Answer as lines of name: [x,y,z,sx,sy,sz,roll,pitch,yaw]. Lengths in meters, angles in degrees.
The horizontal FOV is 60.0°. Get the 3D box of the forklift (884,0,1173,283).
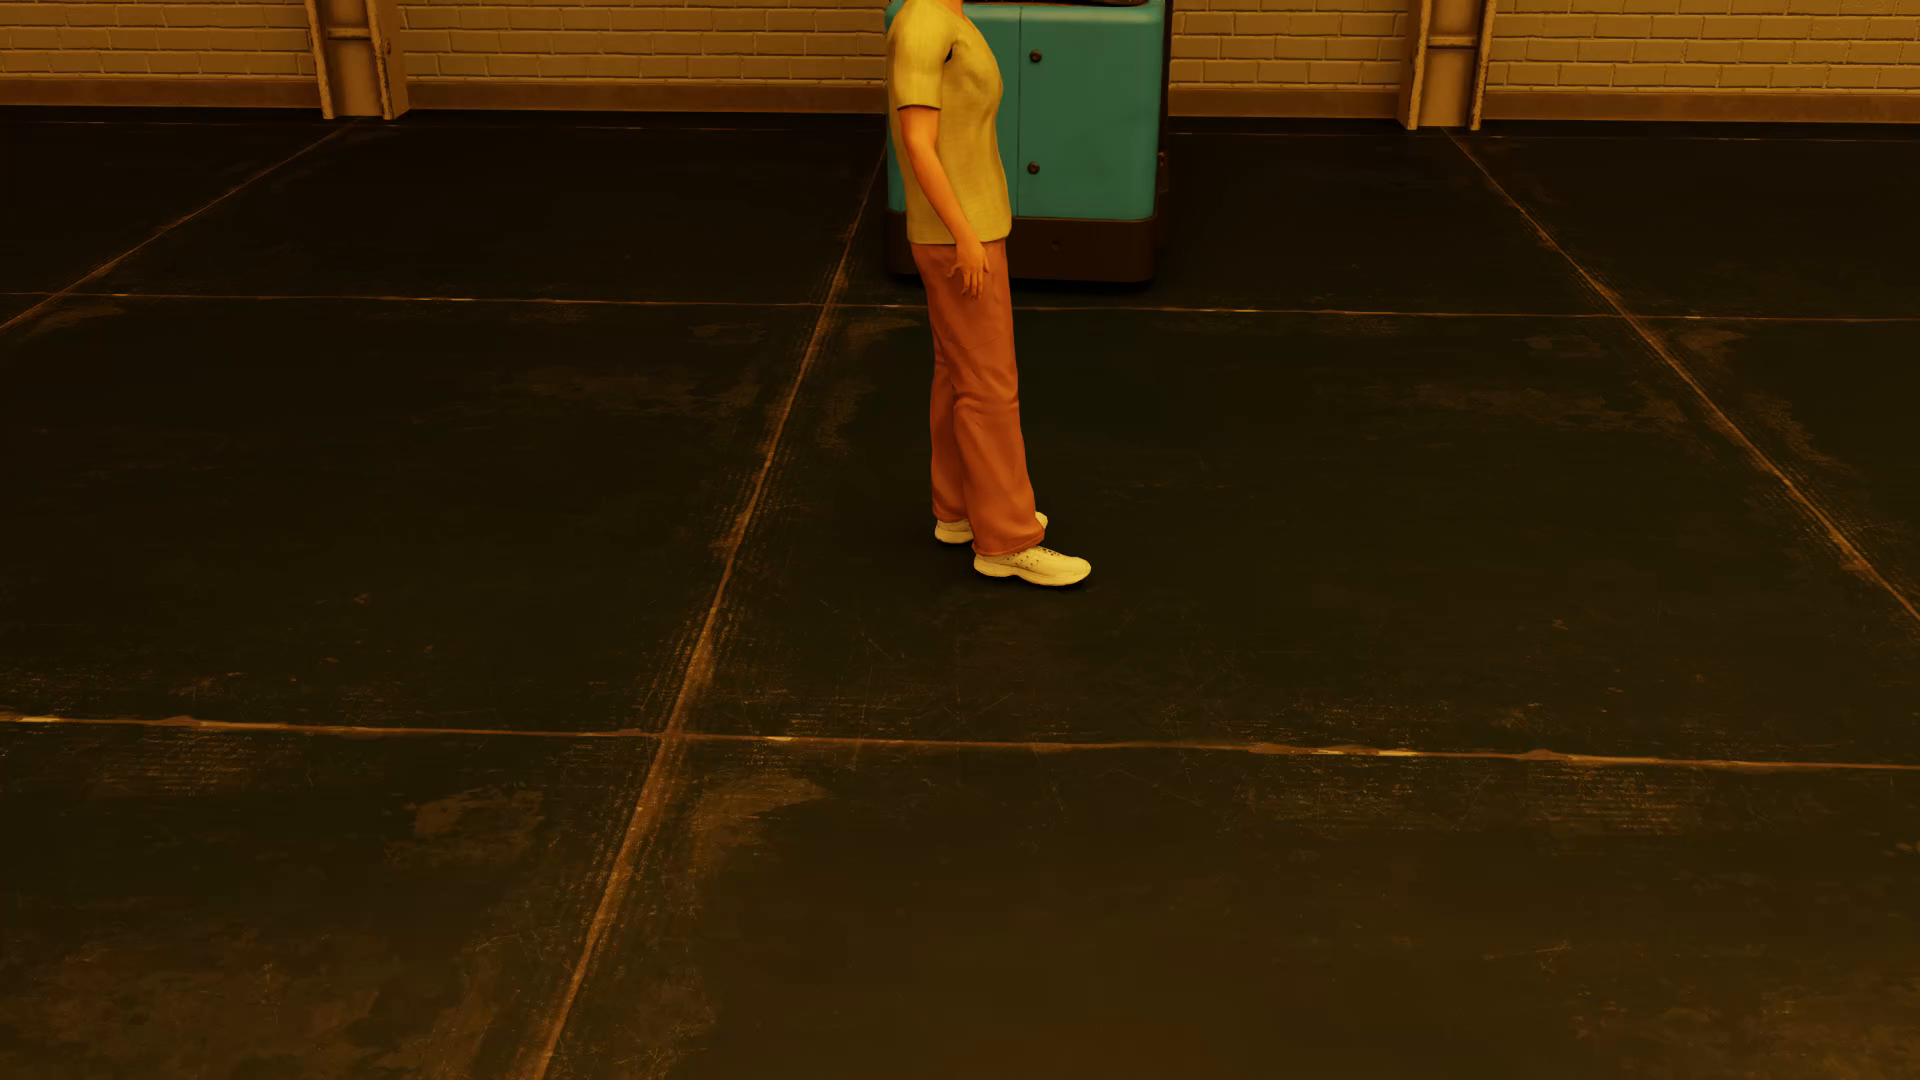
forklift: [0.403,-2.920,7.128,1.130,2.935,3.031,3,26,6]

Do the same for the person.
person: [0.074,-0.752,4.135,0.548,1.673,0.554,1,26,2]
